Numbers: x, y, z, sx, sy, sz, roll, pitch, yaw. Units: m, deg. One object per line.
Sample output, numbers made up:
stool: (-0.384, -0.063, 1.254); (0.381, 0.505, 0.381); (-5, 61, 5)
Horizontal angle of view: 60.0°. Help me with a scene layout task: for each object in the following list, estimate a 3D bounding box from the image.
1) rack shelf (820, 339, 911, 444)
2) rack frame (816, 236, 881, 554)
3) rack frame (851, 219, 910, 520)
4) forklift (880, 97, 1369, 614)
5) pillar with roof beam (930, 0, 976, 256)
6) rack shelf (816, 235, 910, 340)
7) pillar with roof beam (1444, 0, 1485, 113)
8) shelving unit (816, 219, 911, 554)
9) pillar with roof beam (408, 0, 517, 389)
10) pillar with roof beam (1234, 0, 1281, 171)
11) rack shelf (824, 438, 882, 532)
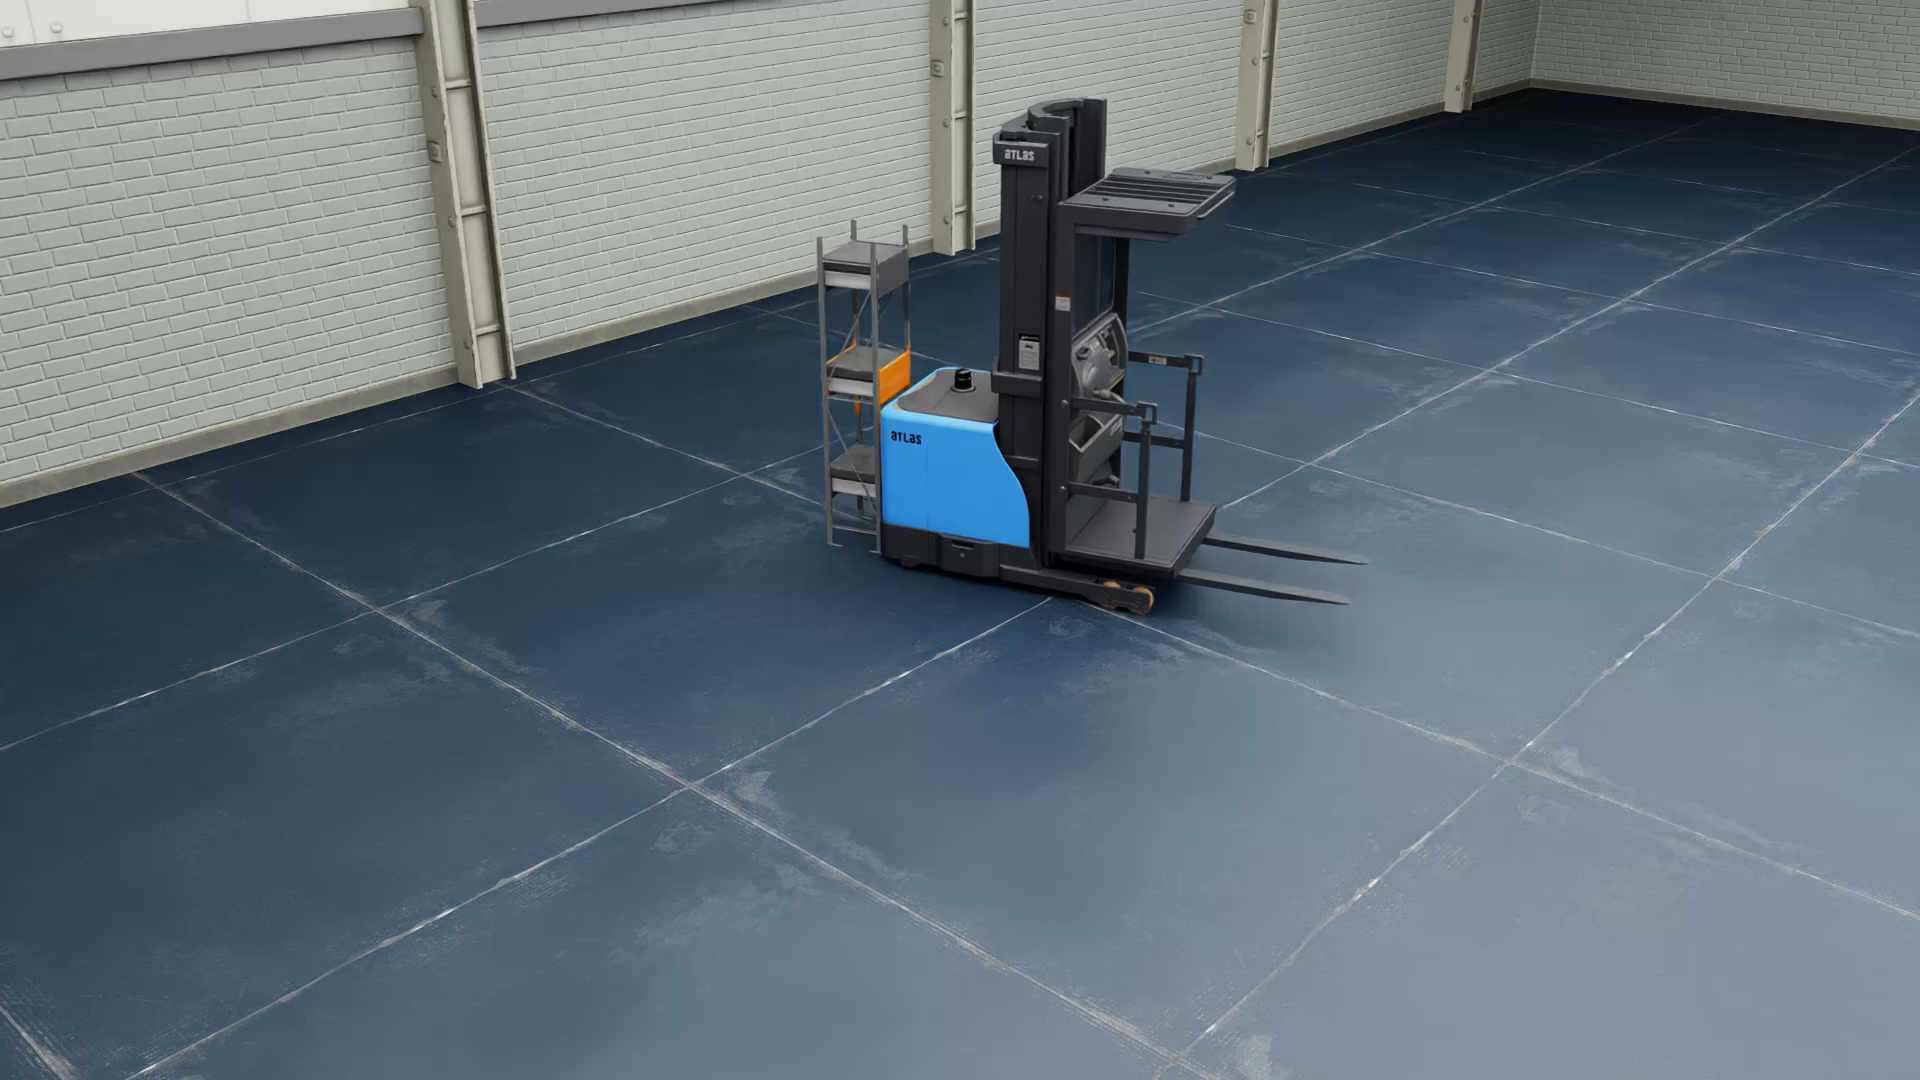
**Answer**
rack shelf: (-0.611, -0.976, 10.895); (0.431, 0.518, 0.480); (10, 26, 20)
rack frame: (-0.703, -0.897, 10.683); (0.400, 2.100, 0.015); (10, 26, 20)
rack frame: (-0.518, -1.081, 11.095); (0.400, 2.100, 0.015); (10, 26, 20)
forklift: (1.045, -1.127, 10.181); (3.031, 2.935, 1.130); (10, 26, 21)
pillar with roof beam: (3.133, -6.143, 13.951); (9.100, 9.000, 0.400); (20, 31, 38)
rack shelf: (-0.611, -1.615, 10.608); (0.431, 0.518, 0.480); (10, 26, 20)
pillar with roof beam: (11.142, -9.799, 22.105); (9.100, 9.000, 0.400); (20, 31, 38)
shelving unit: (-0.611, -0.989, 10.889); (0.431, 2.100, 0.503); (10, 26, 20)
pillar with roof beam: (-0.871, -4.315, 9.874); (9.100, 9.000, 0.400); (20, 31, 38)
pillar with roof beam: (7.137, -7.971, 18.028); (9.100, 9.000, 0.400); (20, 31, 38)
rack shelf: (-0.611, -0.338, 11.181); (0.431, 0.518, 0.480); (10, 26, 20)
